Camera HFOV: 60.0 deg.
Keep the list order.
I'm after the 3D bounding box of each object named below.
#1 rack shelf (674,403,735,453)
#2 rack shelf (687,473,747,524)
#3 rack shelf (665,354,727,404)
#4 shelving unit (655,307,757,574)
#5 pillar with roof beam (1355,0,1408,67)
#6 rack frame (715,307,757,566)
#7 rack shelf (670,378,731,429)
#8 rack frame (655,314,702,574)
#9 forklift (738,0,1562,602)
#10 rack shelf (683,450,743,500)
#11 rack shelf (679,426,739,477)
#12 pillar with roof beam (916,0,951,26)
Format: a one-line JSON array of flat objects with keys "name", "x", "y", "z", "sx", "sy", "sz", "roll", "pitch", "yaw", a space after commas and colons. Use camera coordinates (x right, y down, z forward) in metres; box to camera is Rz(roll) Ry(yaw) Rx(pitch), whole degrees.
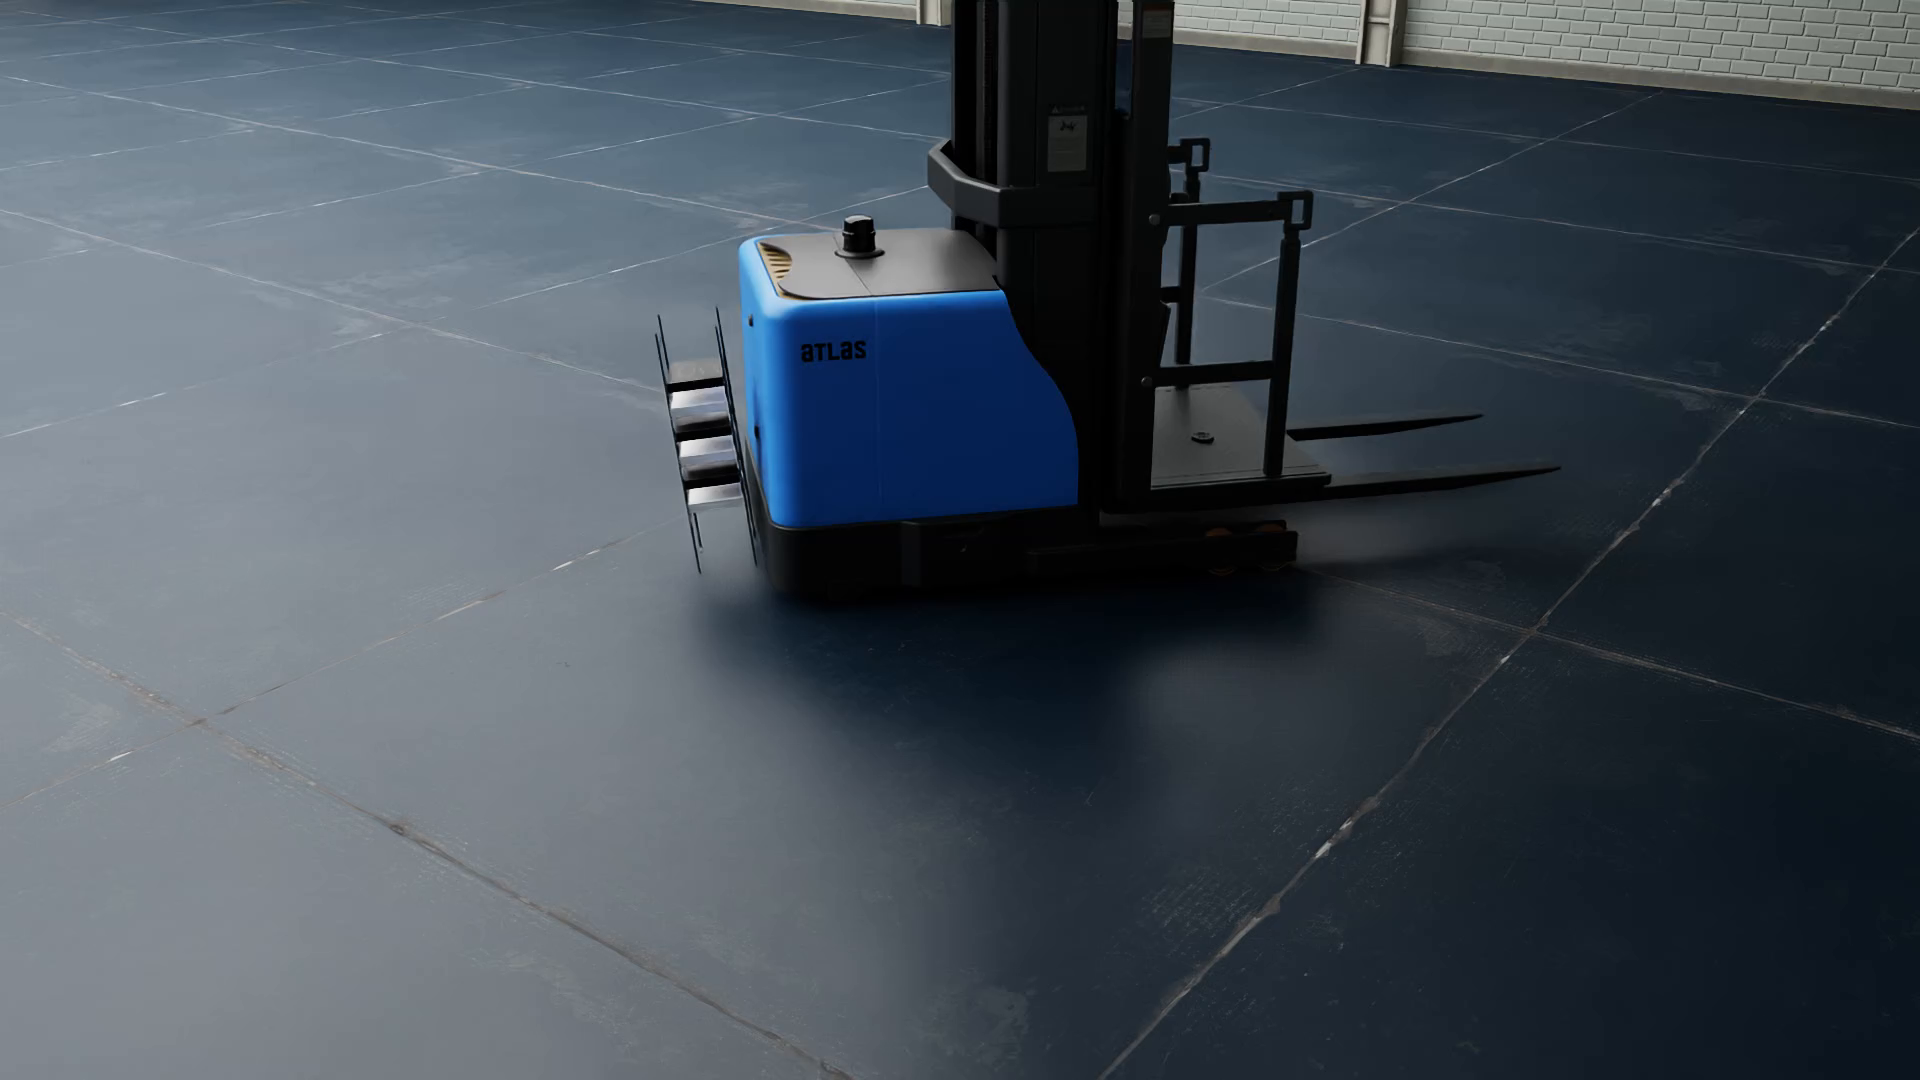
[{"name": "rack shelf", "x": -0.900, "y": -0.400, "z": 5.880, "sx": 0.200, "sy": 0.077, "sz": 0.258, "roll": -8, "pitch": 24, "yaw": -4}, {"name": "rack shelf", "x": -0.873, "y": -0.156, "z": 5.992, "sx": 0.200, "sy": 0.077, "sz": 0.258, "roll": -8, "pitch": 24, "yaw": -4}, {"name": "rack shelf", "x": -0.918, "y": -0.563, "z": 5.806, "sx": 0.200, "sy": 0.077, "sz": 0.258, "roll": -8, "pitch": 24, "yaw": -4}, {"name": "shelving unit", "x": -0.894, "y": -0.349, "z": 5.904, "sx": 0.210, "sy": 0.900, "sz": 0.258, "roll": -8, "pitch": 24, "yaw": -4}, {"name": "pillar with roof beam", "x": 1.913, "y": -7.849, "z": 12.903, "sx": 0.400, "sy": 9.000, "sz": 9.100, "roll": 17, "pitch": 29, "yaw": 33}, {"name": "rack frame", "x": -0.794, "y": -0.363, "z": 5.911, "sx": 0.006, "sy": 0.900, "sz": 0.240, "roll": -8, "pitch": 24, "yaw": -4}, {"name": "rack shelf", "x": -0.909, "y": -0.482, "z": 5.843, "sx": 0.200, "sy": 0.077, "sz": 0.258, "roll": -8, "pitch": 24, "yaw": -4}, {"name": "rack frame", "x": -0.995, "y": -0.335, "z": 5.897, "sx": 0.006, "sy": 0.900, "sz": 0.240, "roll": -8, "pitch": 24, "yaw": -4}, {"name": "forklift", "x": 0.743, "y": -1.418, "z": 5.832, "sx": 3.031, "sy": 2.935, "sz": 1.130, "roll": -5, "pitch": 24, "yaw": -11}, {"name": "rack shelf", "x": -0.882, "y": -0.237, "z": 5.955, "sx": 0.200, "sy": 0.077, "sz": 0.258, "roll": -8, "pitch": 24, "yaw": -4}, {"name": "rack shelf", "x": -0.891, "y": -0.319, "z": 5.918, "sx": 0.200, "sy": 0.077, "sz": 0.258, "roll": -8, "pitch": 24, "yaw": -4}, {"name": "pillar with roof beam", "x": -2.888, "y": -9.300, "z": 16.196, "sx": 0.400, "sy": 9.000, "sz": 9.100, "roll": 17, "pitch": 29, "yaw": 33}]
